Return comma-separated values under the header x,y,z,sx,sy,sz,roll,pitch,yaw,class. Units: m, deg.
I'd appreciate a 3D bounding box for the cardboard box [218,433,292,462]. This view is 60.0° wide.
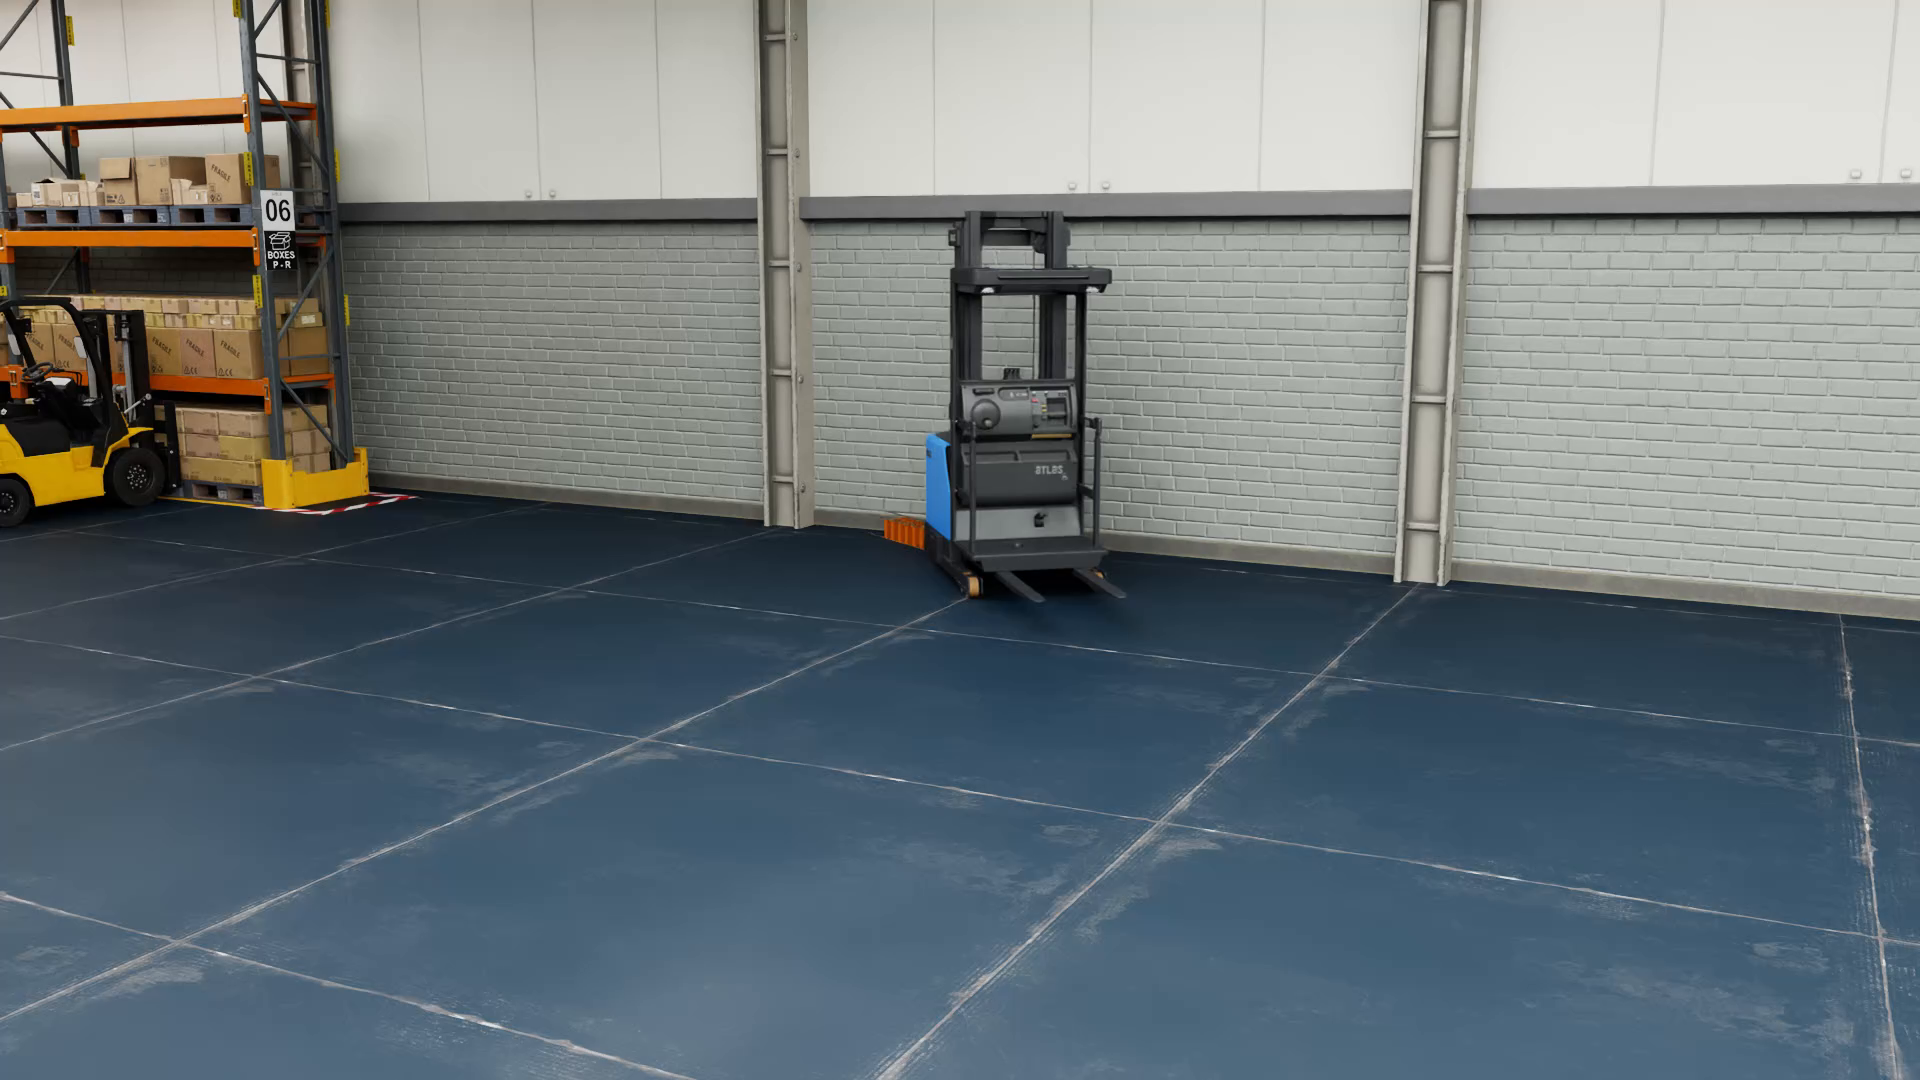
x,y,z,sx,sy,sz,roll,pitch,yaw,class
-7.374,-0.984,17.402,0.500,0.250,0.500,5,11,25,cardboard box

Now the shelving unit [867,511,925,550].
x,y,z,sx,sy,sz,roll,pitch,yaw,class
-0.438,-0.076,15.119,0.258,0.189,1.200,-7,13,-33,shelving unit

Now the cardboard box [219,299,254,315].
x,y,z,sx,sy,sz,roll,pitch,yaw,class
-7.449,-2.420,17.259,0.250,0.149,0.380,5,11,26,cardboard box

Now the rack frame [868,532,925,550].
x,y,z,sx,sy,sz,roll,pitch,yaw,class
-0.438,0.014,15.136,0.240,0.006,1.200,-7,13,-33,rack frame

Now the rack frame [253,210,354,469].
x,y,z,sx,sy,sz,roll,pitch,yaw,class
-6.799,-1.896,17.303,0.127,3.000,1.000,5,11,26,rack frame

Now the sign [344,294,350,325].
x,y,z,sx,sy,sz,roll,pitch,yaw,class
-6.548,-2.449,17.706,0.005,0.325,0.100,5,11,26,sign

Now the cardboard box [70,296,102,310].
x,y,z,sx,sy,sz,roll,pitch,yaw,class
-9.539,-2.592,18.210,0.250,0.149,0.380,5,12,27,cardboard box

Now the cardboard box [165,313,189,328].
x,y,z,sx,sy,sz,roll,pitch,yaw,class
-8.160,-2.327,17.584,0.250,0.149,0.380,5,11,24,cardboard box

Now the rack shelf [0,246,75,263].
x,y,z,sx,sy,sz,roll,pitch,yaw,class
-12.180,-3.491,19.712,4.000,0.370,1.077,5,11,26,rack shelf

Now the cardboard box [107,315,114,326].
x,y,z,sx,sy,sz,roll,pitch,yaw,class
-9.082,-2.407,18.024,0.250,0.149,0.380,5,11,24,cardboard box

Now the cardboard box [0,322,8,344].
x,y,z,sx,sy,sz,roll,pitch,yaw,class
-10.940,-2.381,19.001,0.500,0.250,0.500,5,11,25,cardboard box

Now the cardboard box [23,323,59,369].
x,y,z,sx,sy,sz,roll,pitch,yaw,class
-10.104,-2.184,18.612,0.500,0.500,0.500,5,11,24,cardboard box

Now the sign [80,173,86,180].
x,y,z,sx,sy,sz,roll,pitch,yaw,class
-10.142,-4.069,19.214,0.005,0.325,0.100,5,11,26,sign

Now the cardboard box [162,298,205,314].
x,y,z,sx,sy,sz,roll,pitch,yaw,class
-8.168,-2.470,17.539,0.250,0.149,0.380,5,12,27,cardboard box

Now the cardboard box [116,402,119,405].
x,y,z,sx,sy,sz,roll,pitch,yaw,class
-9.186,-1.389,18.237,0.500,0.250,0.500,5,12,28,cardboard box

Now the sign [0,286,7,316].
x,y,z,sx,sy,sz,roll,pitch,yaw,class
-10.618,-2.654,18.465,0.005,0.325,0.100,5,11,26,sign

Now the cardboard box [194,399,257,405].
x,y,z,sx,sy,sz,roll,pitch,yaw,class
-8.040,-1.390,18.239,0.500,0.250,0.500,5,11,25,cardboard box

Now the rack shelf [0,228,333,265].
x,y,z,sx,sy,sz,roll,pitch,yaw,class
-8.593,-3.175,17.970,4.000,0.370,1.077,5,11,26,rack shelf

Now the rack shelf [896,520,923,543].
x,y,z,sx,sy,sz,roll,pitch,yaw,class
-0.463,-0.083,15.155,0.258,0.180,0.103,-7,13,-33,rack shelf

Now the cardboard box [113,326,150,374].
x,y,z,sx,sy,sz,roll,pitch,yaw,class
-8.733,-2.062,17.942,0.500,0.500,0.500,5,11,26,cardboard box

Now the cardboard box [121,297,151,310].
x,y,z,sx,sy,sz,roll,pitch,yaw,class
-8.810,-2.548,17.967,0.250,0.149,0.380,5,11,26,cardboard box

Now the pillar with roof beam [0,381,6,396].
x,y,z,sx,sy,sz,roll,pitch,yaw,class
-14.310,-4.832,16.680,0.400,9.000,9.100,5,11,26,pillar with roof beam

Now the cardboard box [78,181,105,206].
x,y,z,sx,sy,sz,roll,pitch,yaw,class
-9.190,-3.711,17.829,0.258,0.266,0.396,5,11,24,cardboard box

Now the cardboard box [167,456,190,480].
x,y,z,sx,sy,sz,roll,pitch,yaw,class
-8.247,-0.818,17.887,0.500,0.250,0.500,5,11,26,cardboard box

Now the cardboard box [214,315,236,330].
x,y,z,sx,sy,sz,roll,pitch,yaw,class
-7.476,-2.262,17.225,0.250,0.149,0.380,5,12,27,cardboard box

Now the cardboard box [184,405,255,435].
x,y,z,sx,sy,sz,roll,pitch,yaw,class
-7.811,-1.267,17.563,0.500,0.250,0.500,5,12,27,cardboard box

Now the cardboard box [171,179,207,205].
x,y,z,sx,sy,sz,roll,pitch,yaw,class
-7.904,-3.598,17.204,0.258,0.266,0.396,5,11,26,cardboard box

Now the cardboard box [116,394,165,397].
x,y,z,sx,sy,sz,roll,pitch,yaw,class
-9.398,-1.511,18.912,0.500,0.250,0.500,5,11,25,cardboard box

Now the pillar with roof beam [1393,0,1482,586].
x,y,z,sx,sy,sz,roll,pitch,yaw,class
1.832,-3.414,8.843,0.400,9.000,9.100,5,11,26,pillar with roof beam

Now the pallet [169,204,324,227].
x,y,z,sx,sy,sz,roll,pitch,yaw,class
-7.422,-3.388,17.374,1.213,0.211,1.003,5,11,26,pallet

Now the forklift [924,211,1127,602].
x,y,z,sx,sy,sz,roll,pitch,yaw,class
0.518,-1.070,12.930,1.130,2.935,3.031,-2,11,-13,forklift

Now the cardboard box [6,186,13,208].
x,y,z,sx,sy,sz,roll,pitch,yaw,class
-11.143,-3.917,18.839,0.500,0.311,0.500,5,11,24,cardboard box

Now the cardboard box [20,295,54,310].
x,y,z,sx,sy,sz,roll,pitch,yaw,class
-10.232,-2.653,18.550,0.250,0.149,0.380,5,12,27,cardboard box

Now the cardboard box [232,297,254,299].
x,y,z,sx,sy,sz,roll,pitch,yaw,class
-7.684,-2.538,17.911,0.250,0.149,0.380,5,11,26,cardboard box

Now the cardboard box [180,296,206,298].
x,y,z,sx,sy,sz,roll,pitch,yaw,class
-8.380,-2.598,18.243,0.250,0.149,0.380,5,11,26,cardboard box

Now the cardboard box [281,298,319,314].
x,y,z,sx,sy,sz,roll,pitch,yaw,class
-7.006,-2.471,17.544,0.250,0.149,0.380,5,11,25,cardboard box

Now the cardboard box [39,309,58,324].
x,y,z,sx,sy,sz,roll,pitch,yaw,class
-9.984,-2.492,18.495,0.250,0.149,0.380,5,12,27,cardboard box

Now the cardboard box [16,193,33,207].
x,y,z,sx,sy,sz,roll,pitch,yaw,class
-10.118,-3.735,18.290,0.250,0.149,0.380,5,12,27,cardboard box

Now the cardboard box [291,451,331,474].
x,y,z,sx,sy,sz,roll,pitch,yaw,class
-7.153,-0.819,17.897,0.500,0.250,0.500,5,11,26,cardboard box

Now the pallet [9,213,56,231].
x,y,z,sx,sy,sz,roll,pitch,yaw,class
-11.183,-3.660,19.167,1.217,0.209,0.805,5,11,24,pallet

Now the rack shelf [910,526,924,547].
x,y,z,sx,sy,sz,roll,pitch,yaw,class
-0.329,-0.046,14.960,0.258,0.180,0.103,-7,13,-33,rack shelf

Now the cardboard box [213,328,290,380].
x,y,z,sx,sy,sz,roll,pitch,yaw,class
-7.357,-1.942,17.276,0.500,0.500,0.500,5,11,25,cardboard box

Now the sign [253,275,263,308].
x,y,z,sx,sy,sz,roll,pitch,yaw,class
-7.052,-2.497,16.706,0.005,0.325,0.100,5,11,26,sign
